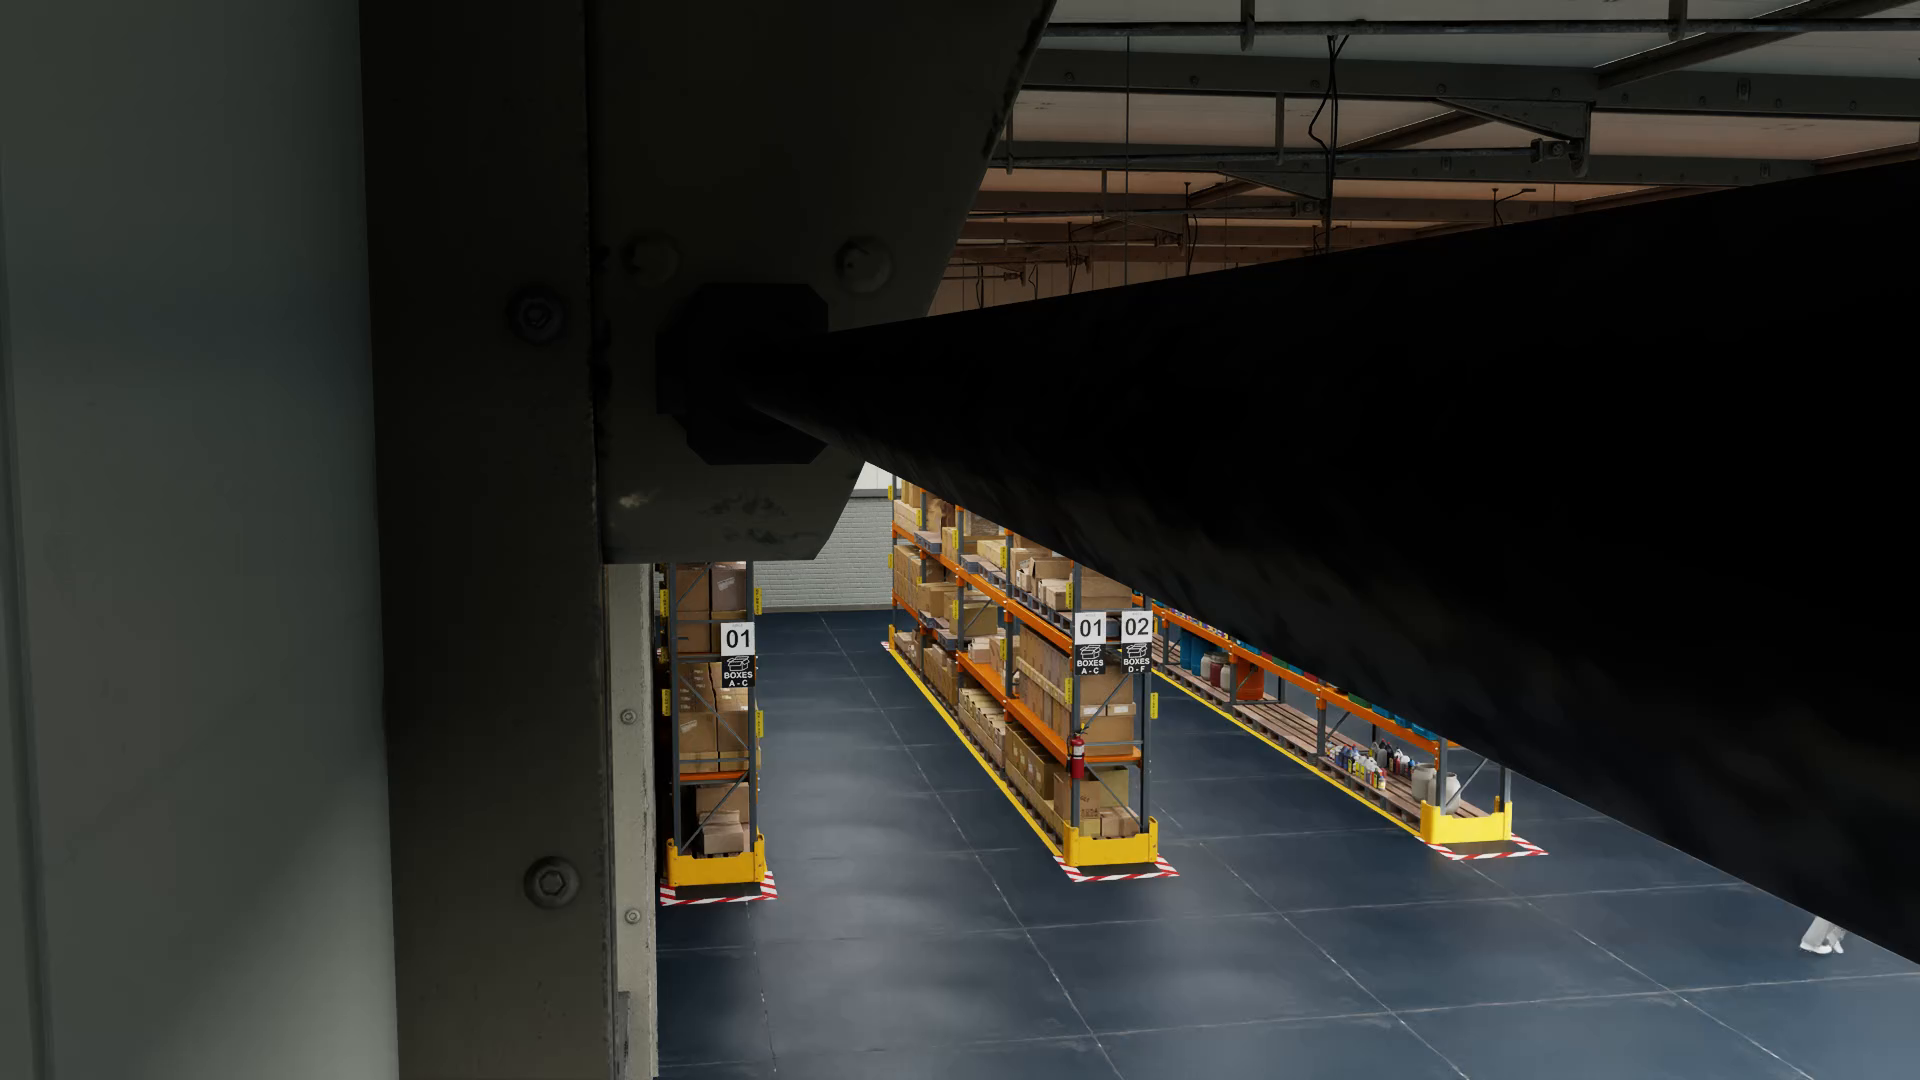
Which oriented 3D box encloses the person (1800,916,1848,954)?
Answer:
[{"bbox_3d":[9.317,3.597,17.629,0.677,1.663,0.535,2,7,19],"label":"person"}]
